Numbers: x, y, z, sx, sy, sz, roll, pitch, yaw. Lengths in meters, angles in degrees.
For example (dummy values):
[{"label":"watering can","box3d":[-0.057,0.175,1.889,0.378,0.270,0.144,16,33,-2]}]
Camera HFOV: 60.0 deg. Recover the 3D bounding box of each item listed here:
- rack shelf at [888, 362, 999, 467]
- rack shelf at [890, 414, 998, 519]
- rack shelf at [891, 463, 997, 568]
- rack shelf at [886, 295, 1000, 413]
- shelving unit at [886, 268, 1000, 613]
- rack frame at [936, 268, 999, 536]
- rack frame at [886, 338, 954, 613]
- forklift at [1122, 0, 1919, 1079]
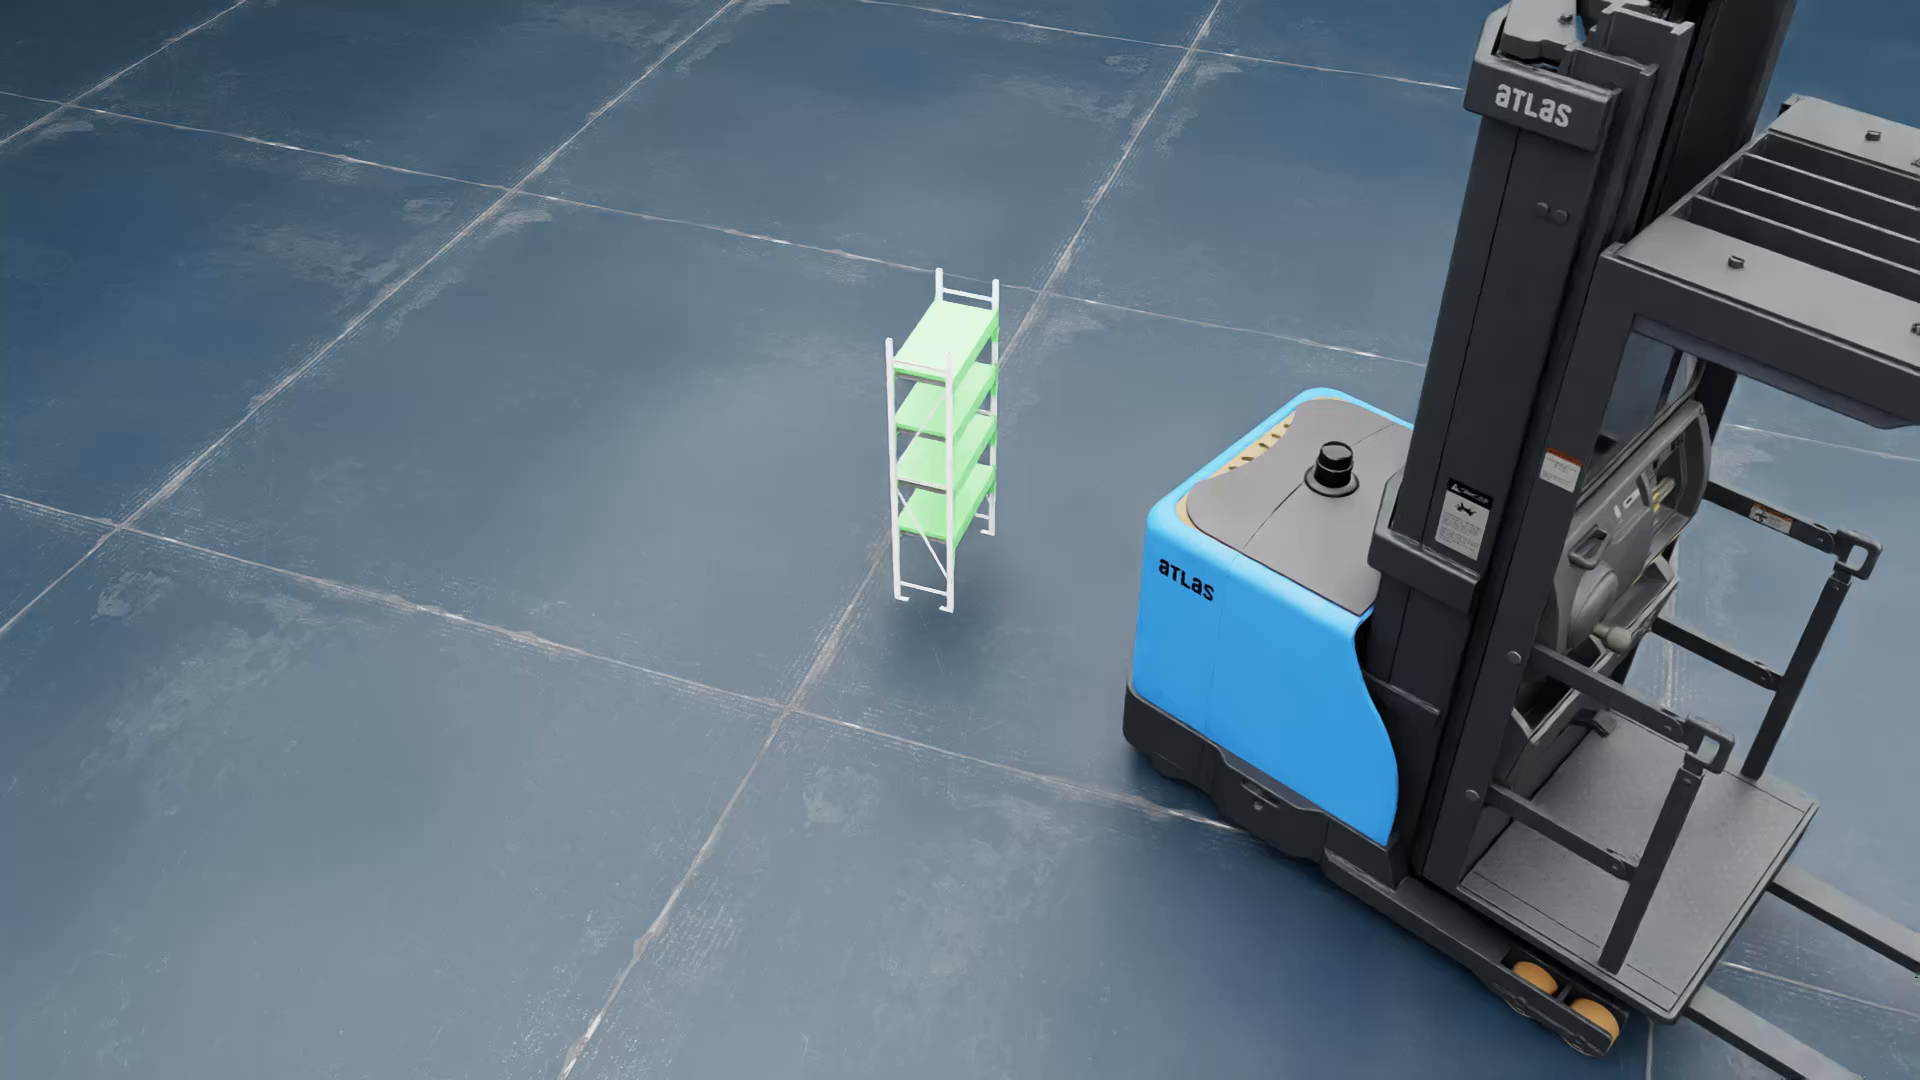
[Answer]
[{"label":"rack shelf","box3d":[-0.057,-0.489,6.128,0.258,0.148,0.480,13,42,15]},{"label":"rack shelf","box3d":[-0.057,-0.307,6.284,0.258,0.148,0.480,13,42,15]},{"label":"rack shelf","box3d":[-0.057,-0.124,6.439,0.258,0.148,0.480,13,42,15]},{"label":"rack shelf","box3d":[-0.057,-0.672,5.972,0.258,0.148,0.480,13,42,15]},{"label":"shelving unit","box3d":[-0.057,-0.355,6.242,0.258,1.200,0.503,13,42,15]},{"label":"rack frame","box3d":[0.027,-0.504,6.417,0.240,1.200,0.015,13,42,15]},{"label":"rack frame","box3d":[-0.140,-0.207,6.068,0.240,1.200,0.015,13,42,15]},{"label":"forklift","box3d":[1.998,0.029,4.458,3.031,2.935,1.130,31,49,31]}]
